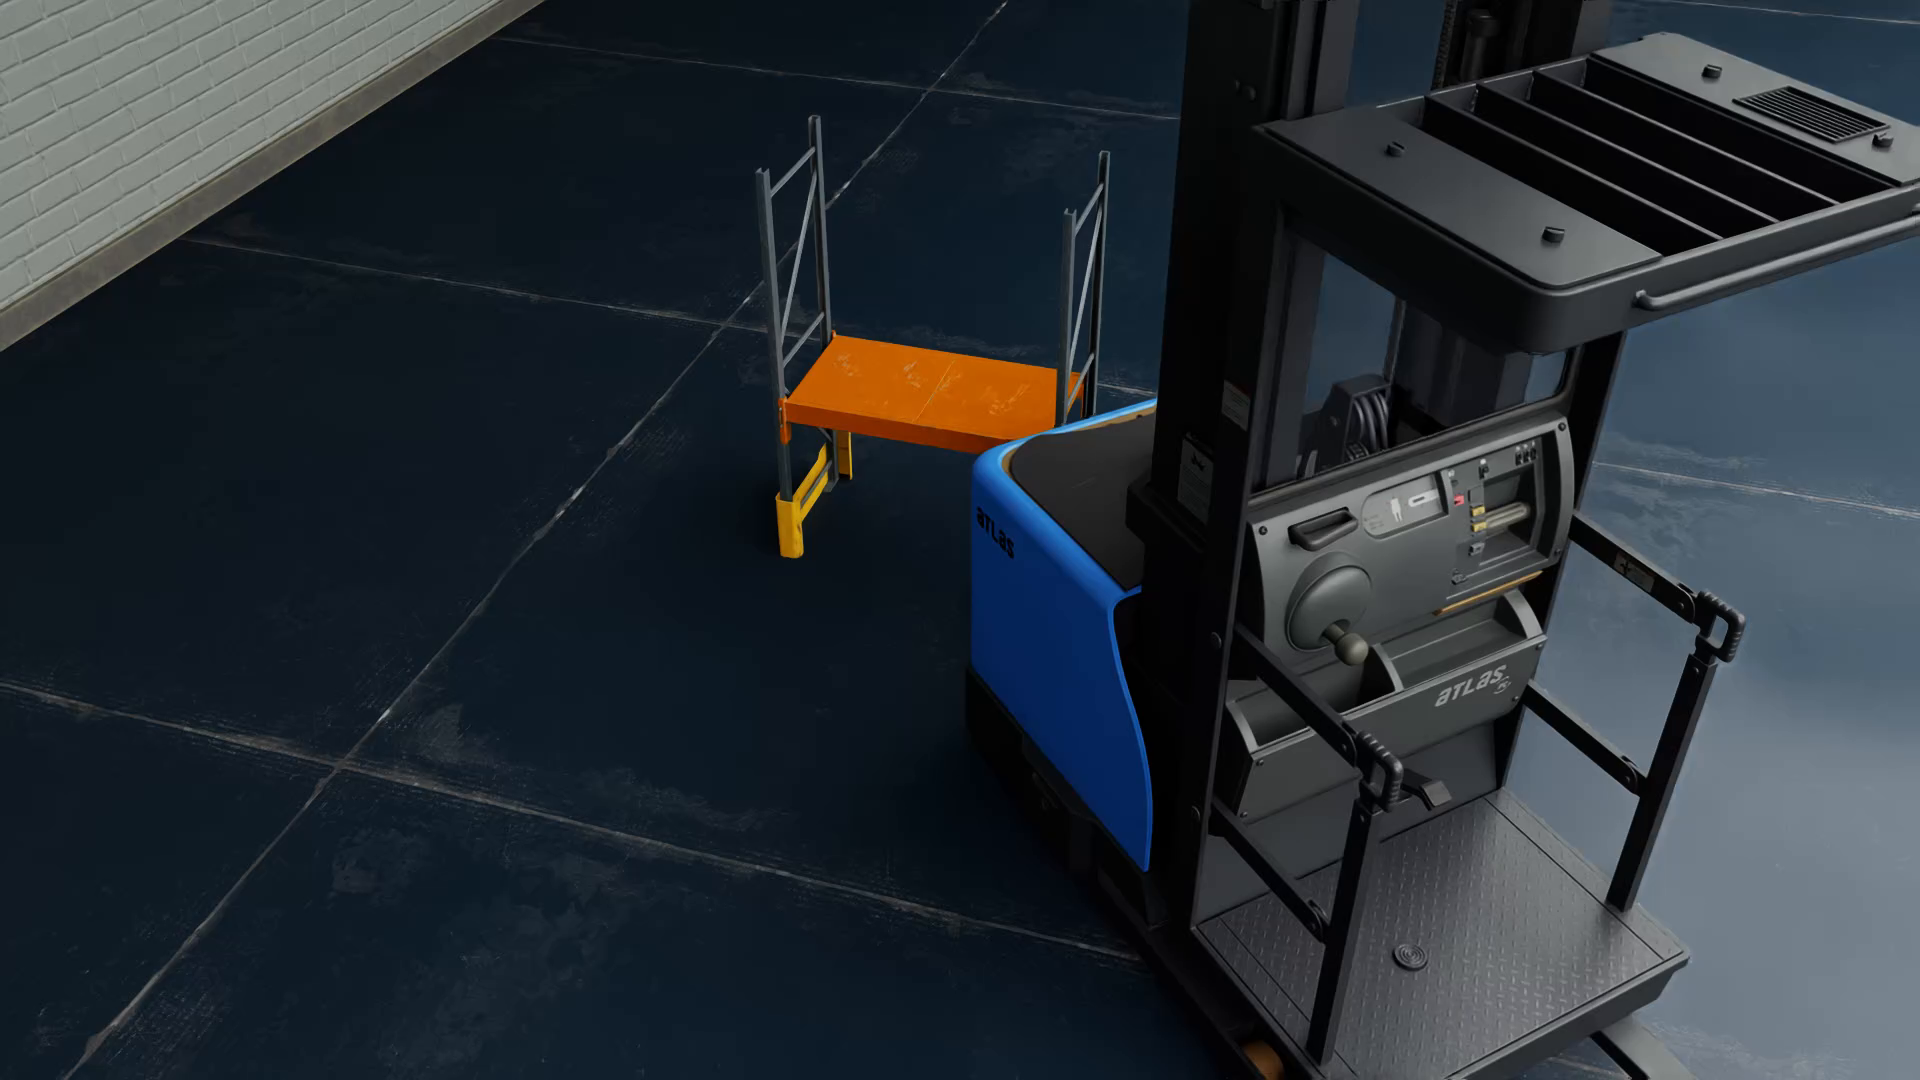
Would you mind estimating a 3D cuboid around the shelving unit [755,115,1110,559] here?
[{"bbox_3d":[-0.073,-0.618,5.824,1.083,1.500,0.587,10,38,14],"label":"shelving unit"}]

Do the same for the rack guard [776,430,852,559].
[{"bbox_3d":[-0.548,-0.202,6.314,0.087,0.250,0.587,10,38,14],"label":"rack guard"}]

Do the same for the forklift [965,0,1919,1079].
[{"bbox_3d":[1.162,0.062,3.693,1.130,2.935,3.031,-18,40,-23],"label":"forklift"}]

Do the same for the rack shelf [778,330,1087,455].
[{"bbox_3d":[-0.081,-0.474,5.933,1.000,0.185,0.538,10,38,14],"label":"rack shelf"}]

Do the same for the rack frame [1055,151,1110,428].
[{"bbox_3d":[0.404,-0.529,5.704,0.032,1.500,0.500,10,38,14],"label":"rack frame"}]

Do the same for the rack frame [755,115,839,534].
[{"bbox_3d":[-0.567,-0.709,5.948,0.032,1.500,0.500,10,38,14],"label":"rack frame"}]
